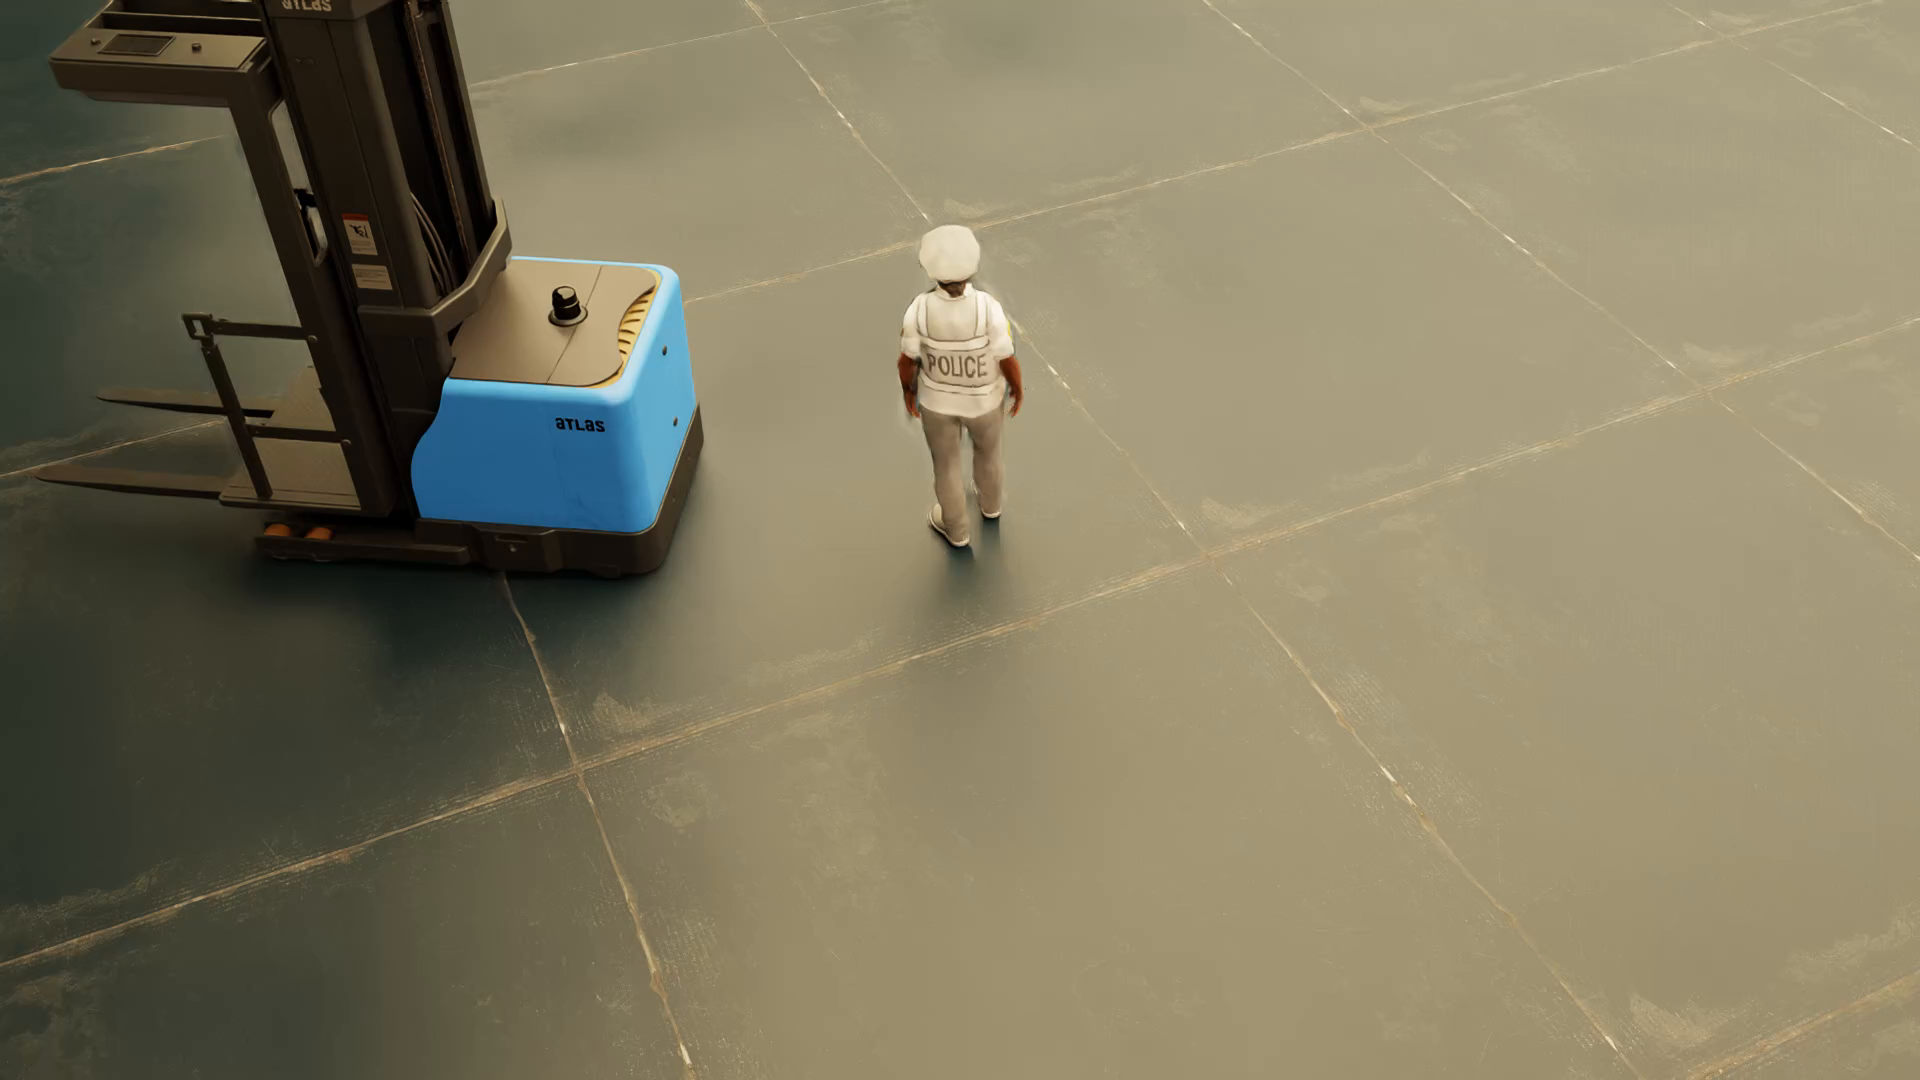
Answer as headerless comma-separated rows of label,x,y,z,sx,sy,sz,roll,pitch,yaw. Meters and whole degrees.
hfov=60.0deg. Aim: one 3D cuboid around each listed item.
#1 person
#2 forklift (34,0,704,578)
person,0.017,-0.705,7.333,0.537,1.696,0.604,4,43,4
forklift,-2.821,-1.324,7.099,3.031,2.935,1.130,4,43,4
